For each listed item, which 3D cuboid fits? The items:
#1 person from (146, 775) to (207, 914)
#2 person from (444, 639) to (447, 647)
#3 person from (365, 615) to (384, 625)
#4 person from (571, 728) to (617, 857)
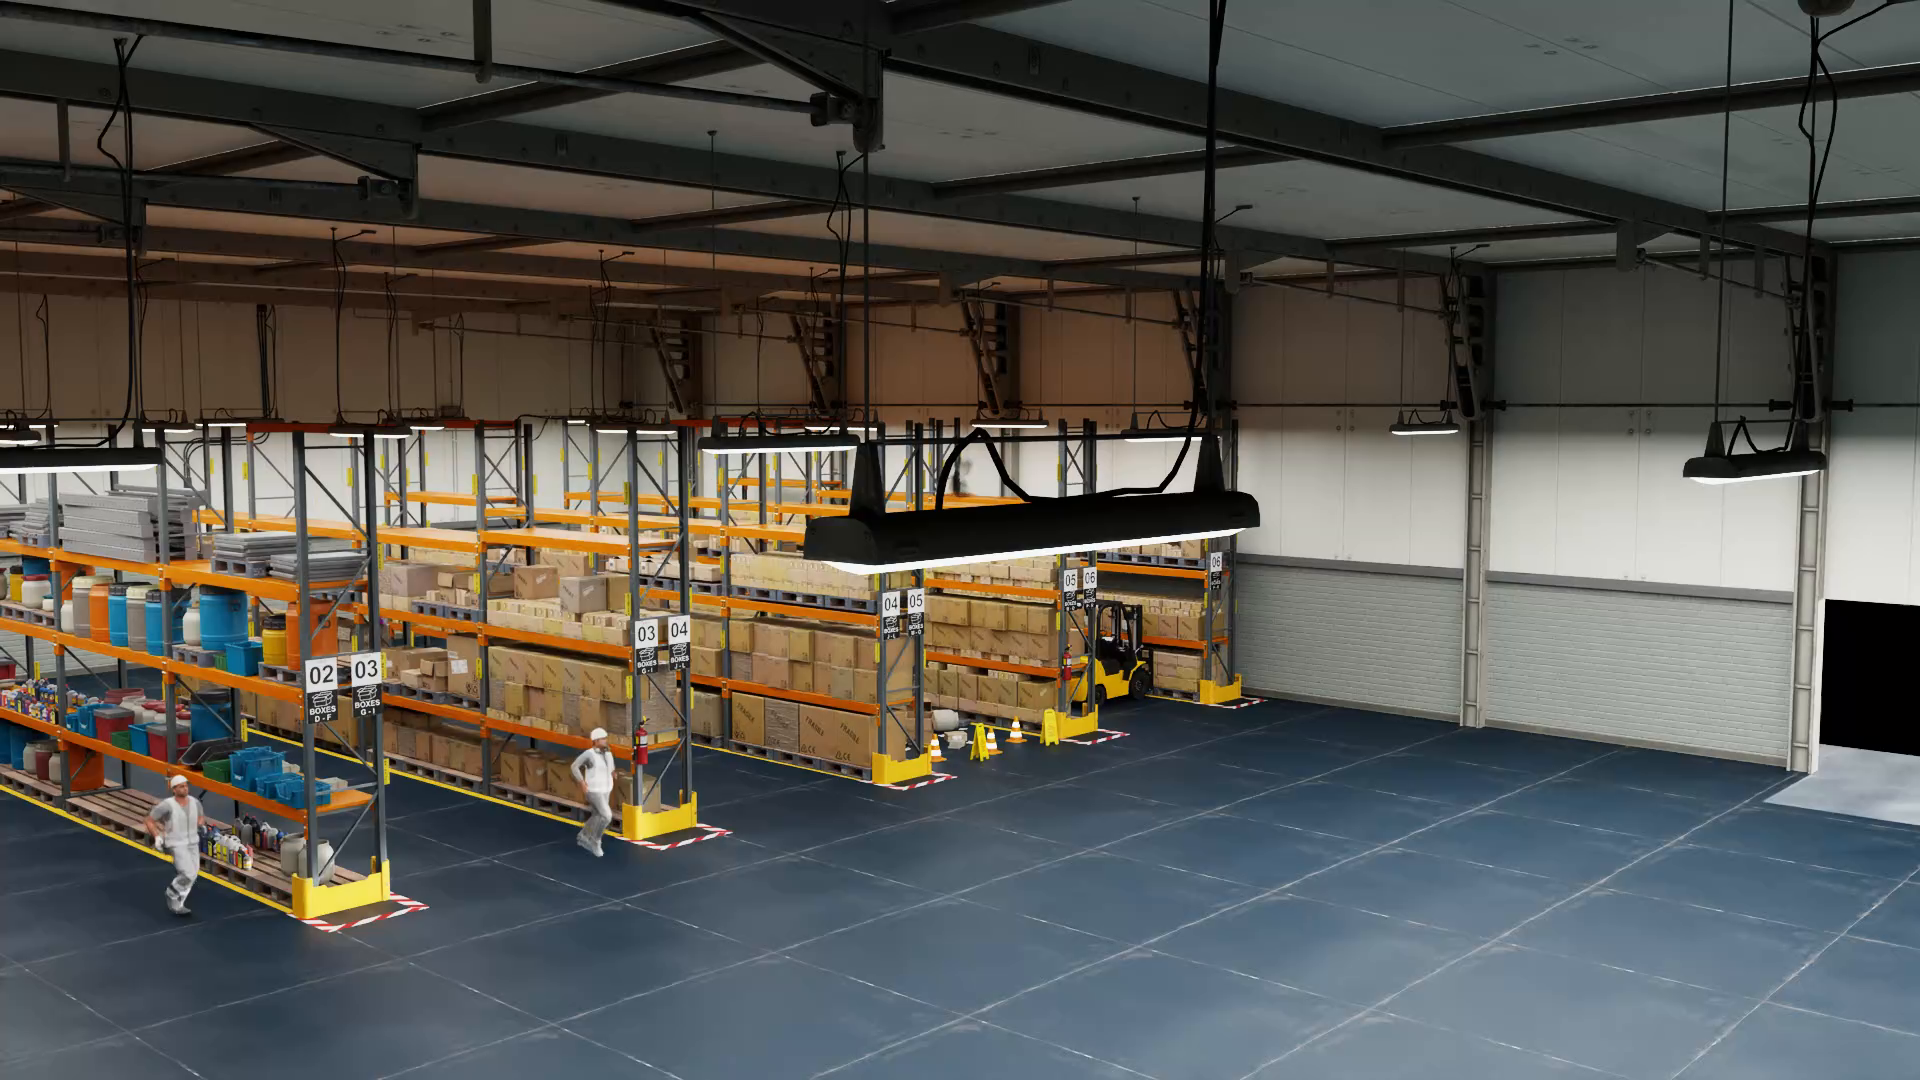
[{"bbox_3d":[-9.555,3.768,20.499,0.615,1.743,0.643,3,5,28],"label":"person"},{"bbox_3d":[-12.502,2.172,41.251,0.585,1.625,0.602,-4,6,-40],"label":"person"},{"bbox_3d":[-14.053,2.286,39.519,0.612,1.645,0.766,-2,5,-28],"label":"person"},{"bbox_3d":[-5.121,3.553,23.483,0.711,1.799,0.636,2,5,28],"label":"person"}]
